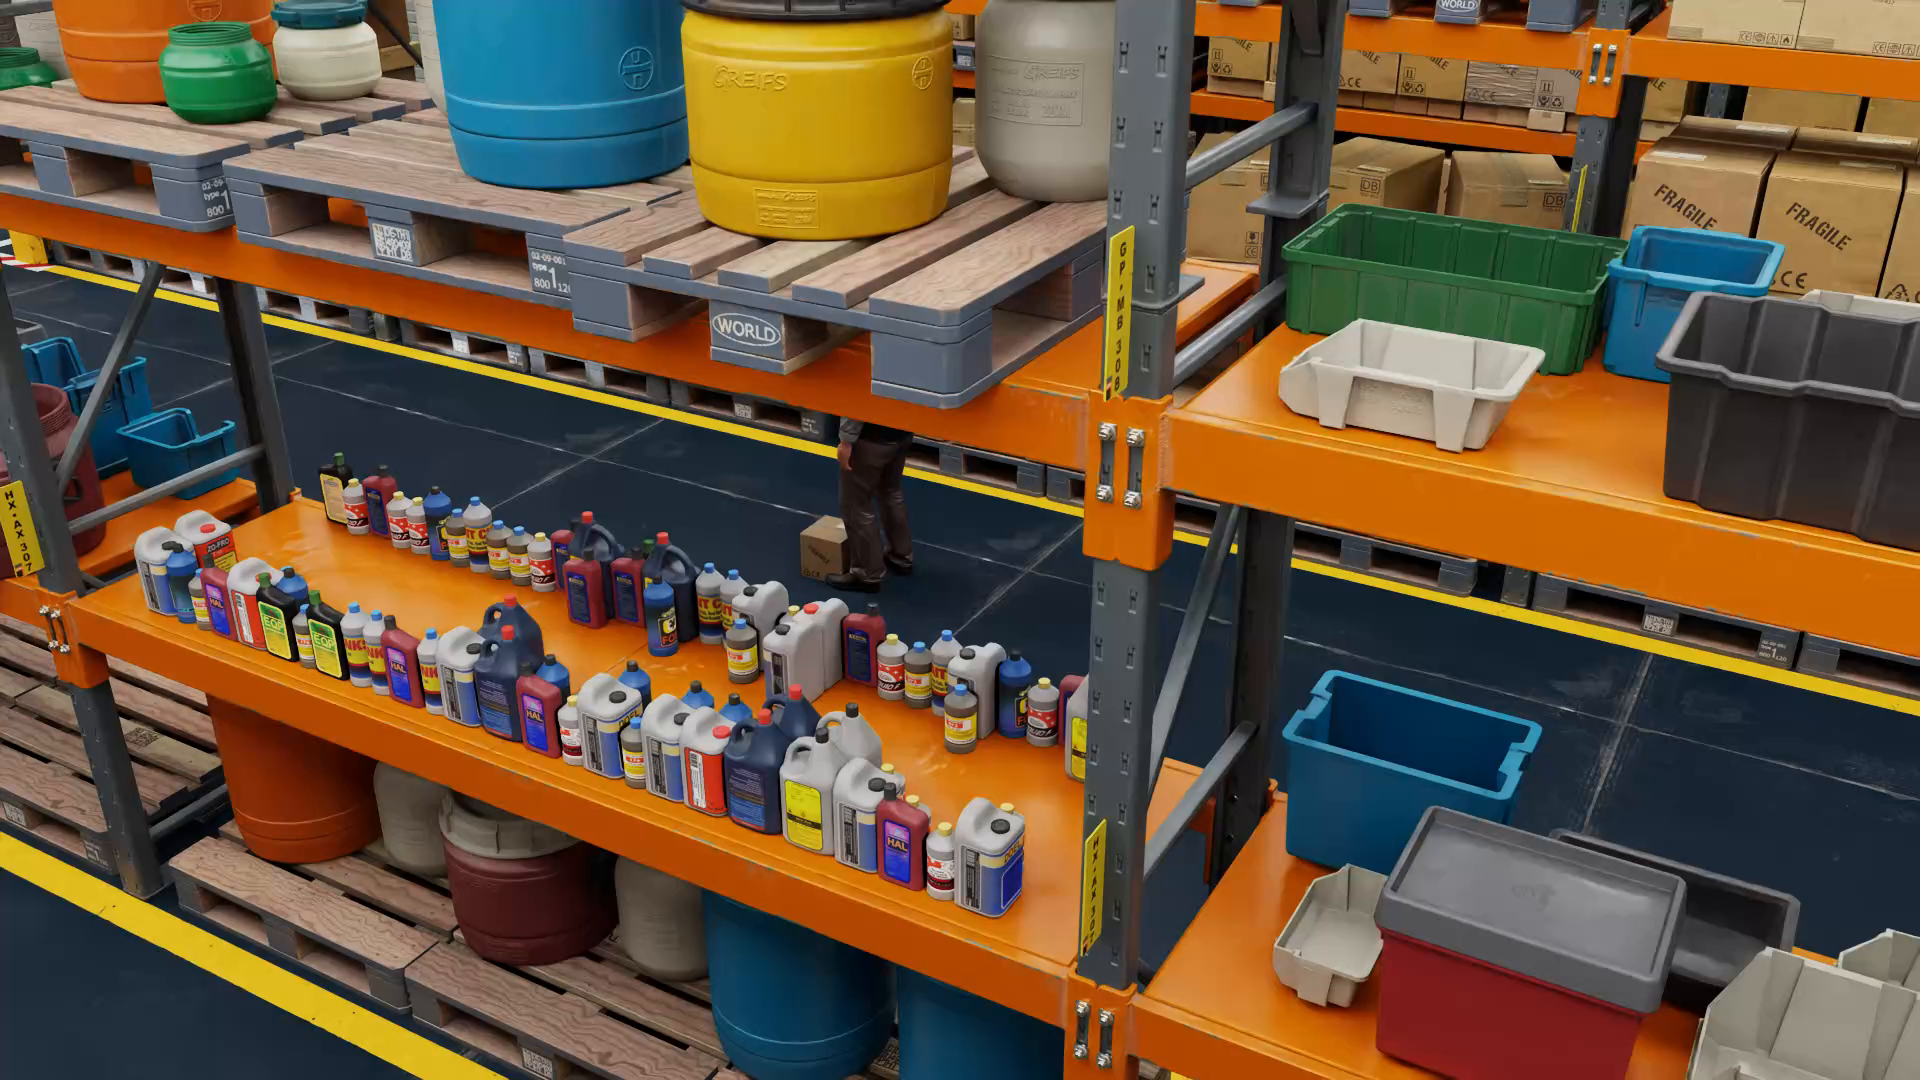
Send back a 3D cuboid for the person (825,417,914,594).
[{"bbox_3d":[-0.437,-0.549,8.250,0.474,1.720,0.593,12,29,23],"label":"person"}]
